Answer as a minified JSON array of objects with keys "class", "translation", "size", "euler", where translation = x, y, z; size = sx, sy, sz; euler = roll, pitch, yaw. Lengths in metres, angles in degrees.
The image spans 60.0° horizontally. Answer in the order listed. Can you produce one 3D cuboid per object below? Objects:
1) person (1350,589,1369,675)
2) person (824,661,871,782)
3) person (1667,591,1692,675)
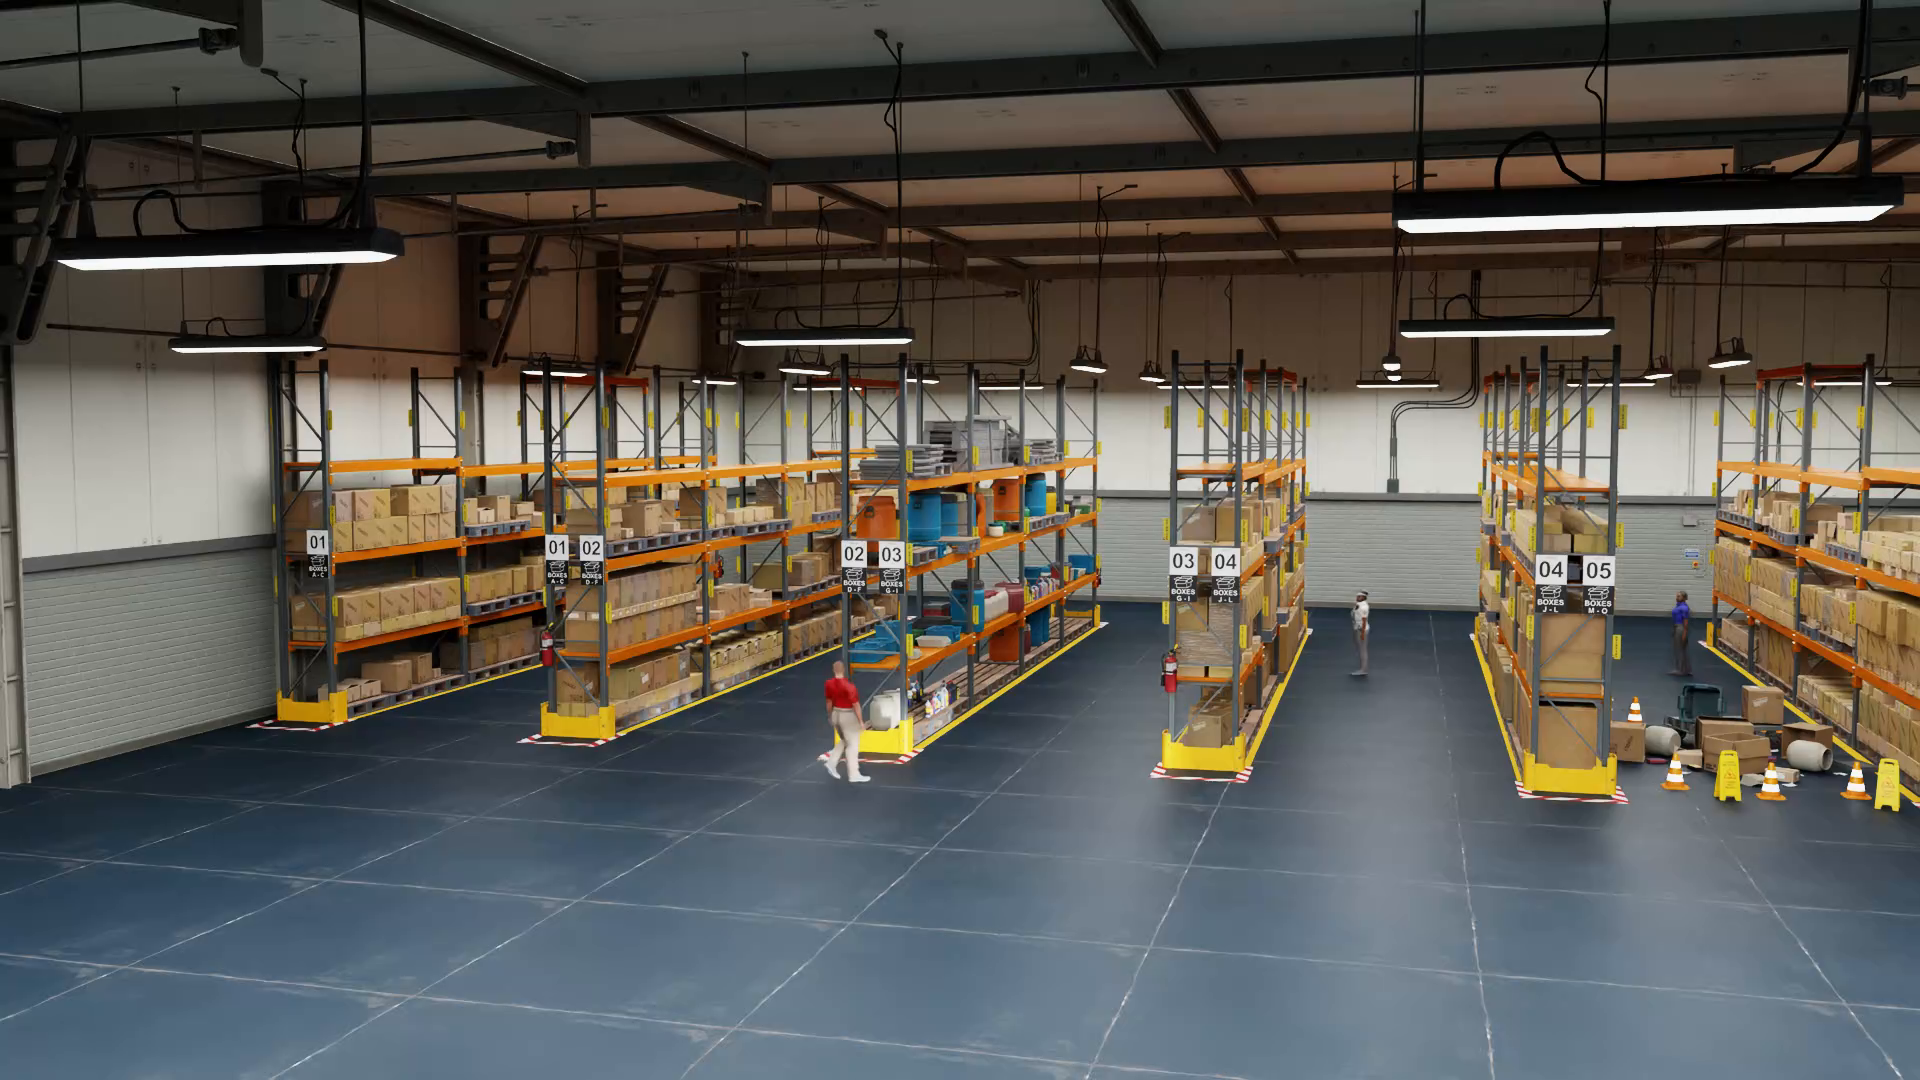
[{"class":"person","translation":[7.858,1.805,32.704],"size":[0.353,1.695,0.480],"euler":[1,4,9]},{"class":"person","translation":[-1.578,2.503,23.076],"size":[0.566,1.705,0.636],"euler":[-3,5,-38]},{"class":"person","translation":[14.212,1.827,32.786],"size":[0.428,1.660,0.475],"euler":[2,5,30]}]
